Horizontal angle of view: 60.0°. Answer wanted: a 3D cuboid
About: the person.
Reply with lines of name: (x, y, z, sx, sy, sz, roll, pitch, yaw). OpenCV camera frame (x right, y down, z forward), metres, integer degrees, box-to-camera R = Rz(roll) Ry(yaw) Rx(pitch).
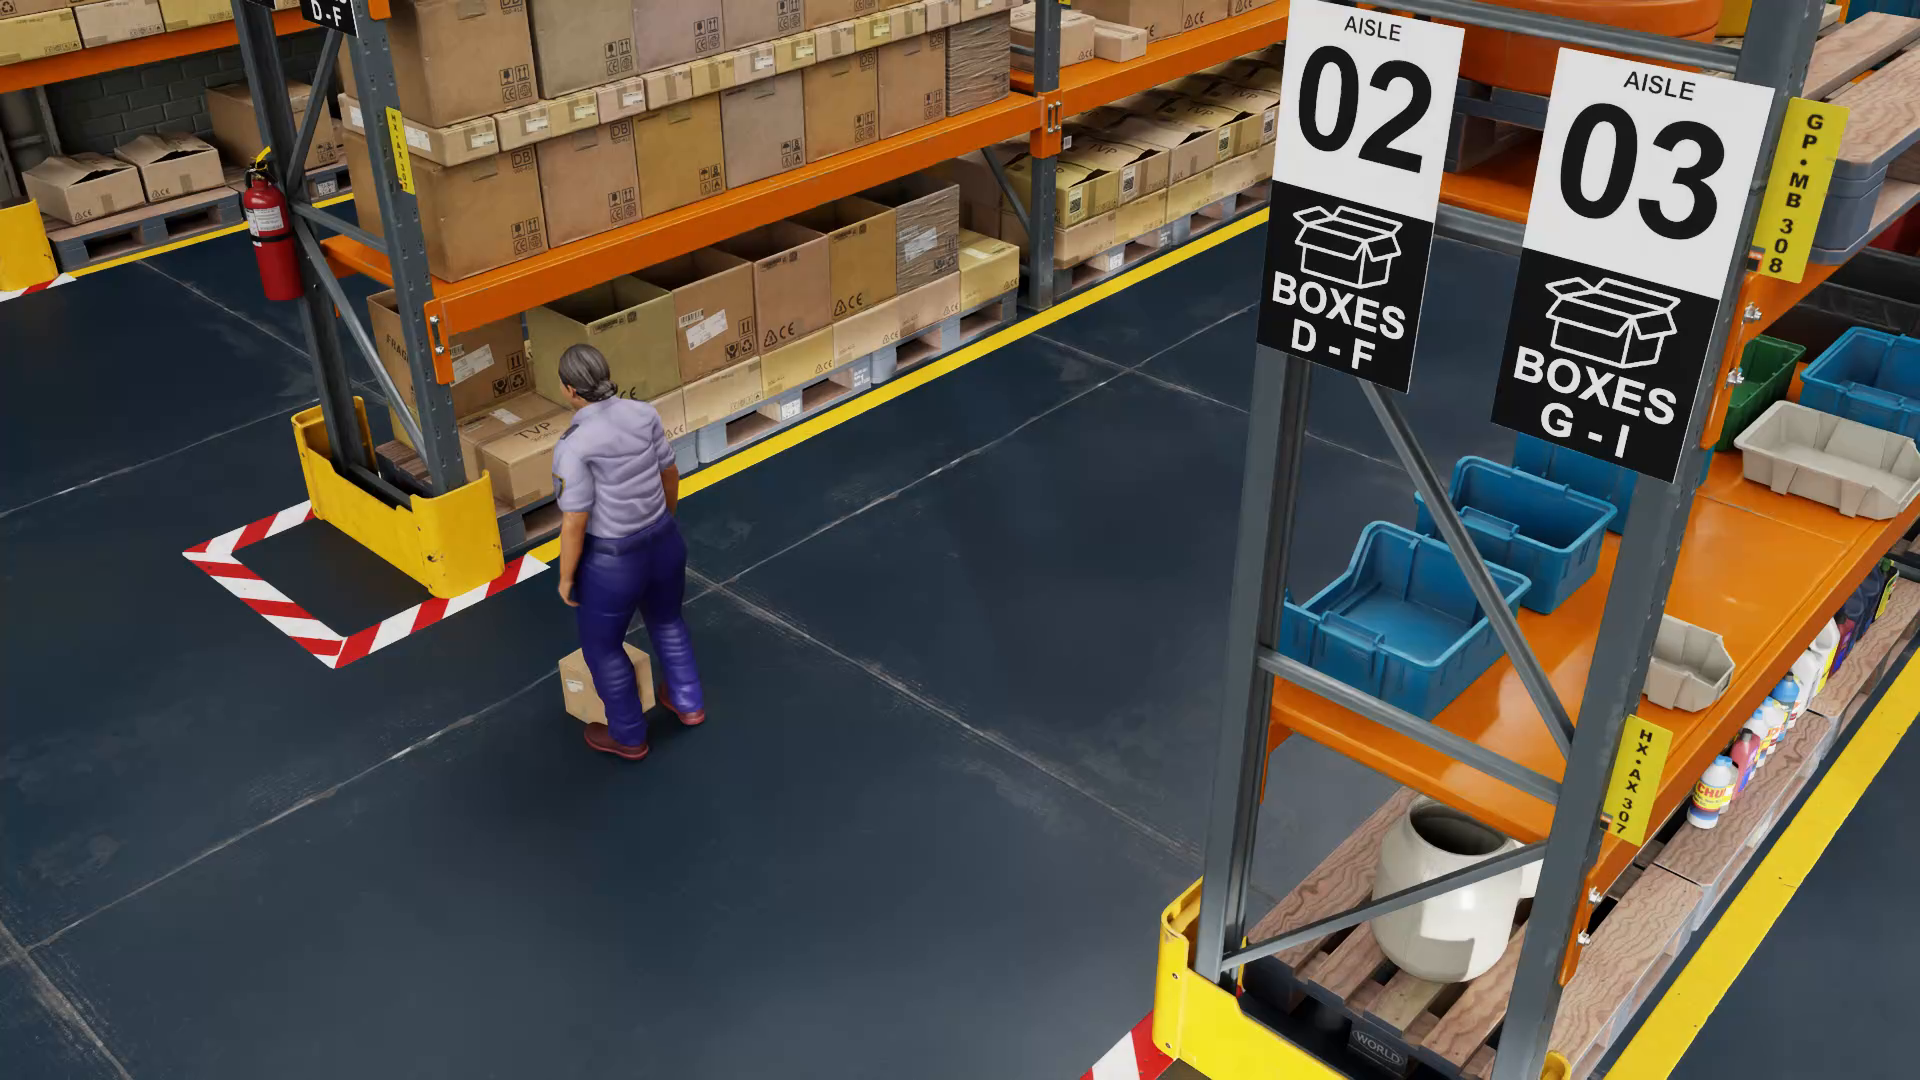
person: (-1.217, 0.056, 6.062, 0.370, 1.640, 0.563, 23, 38, 33)
